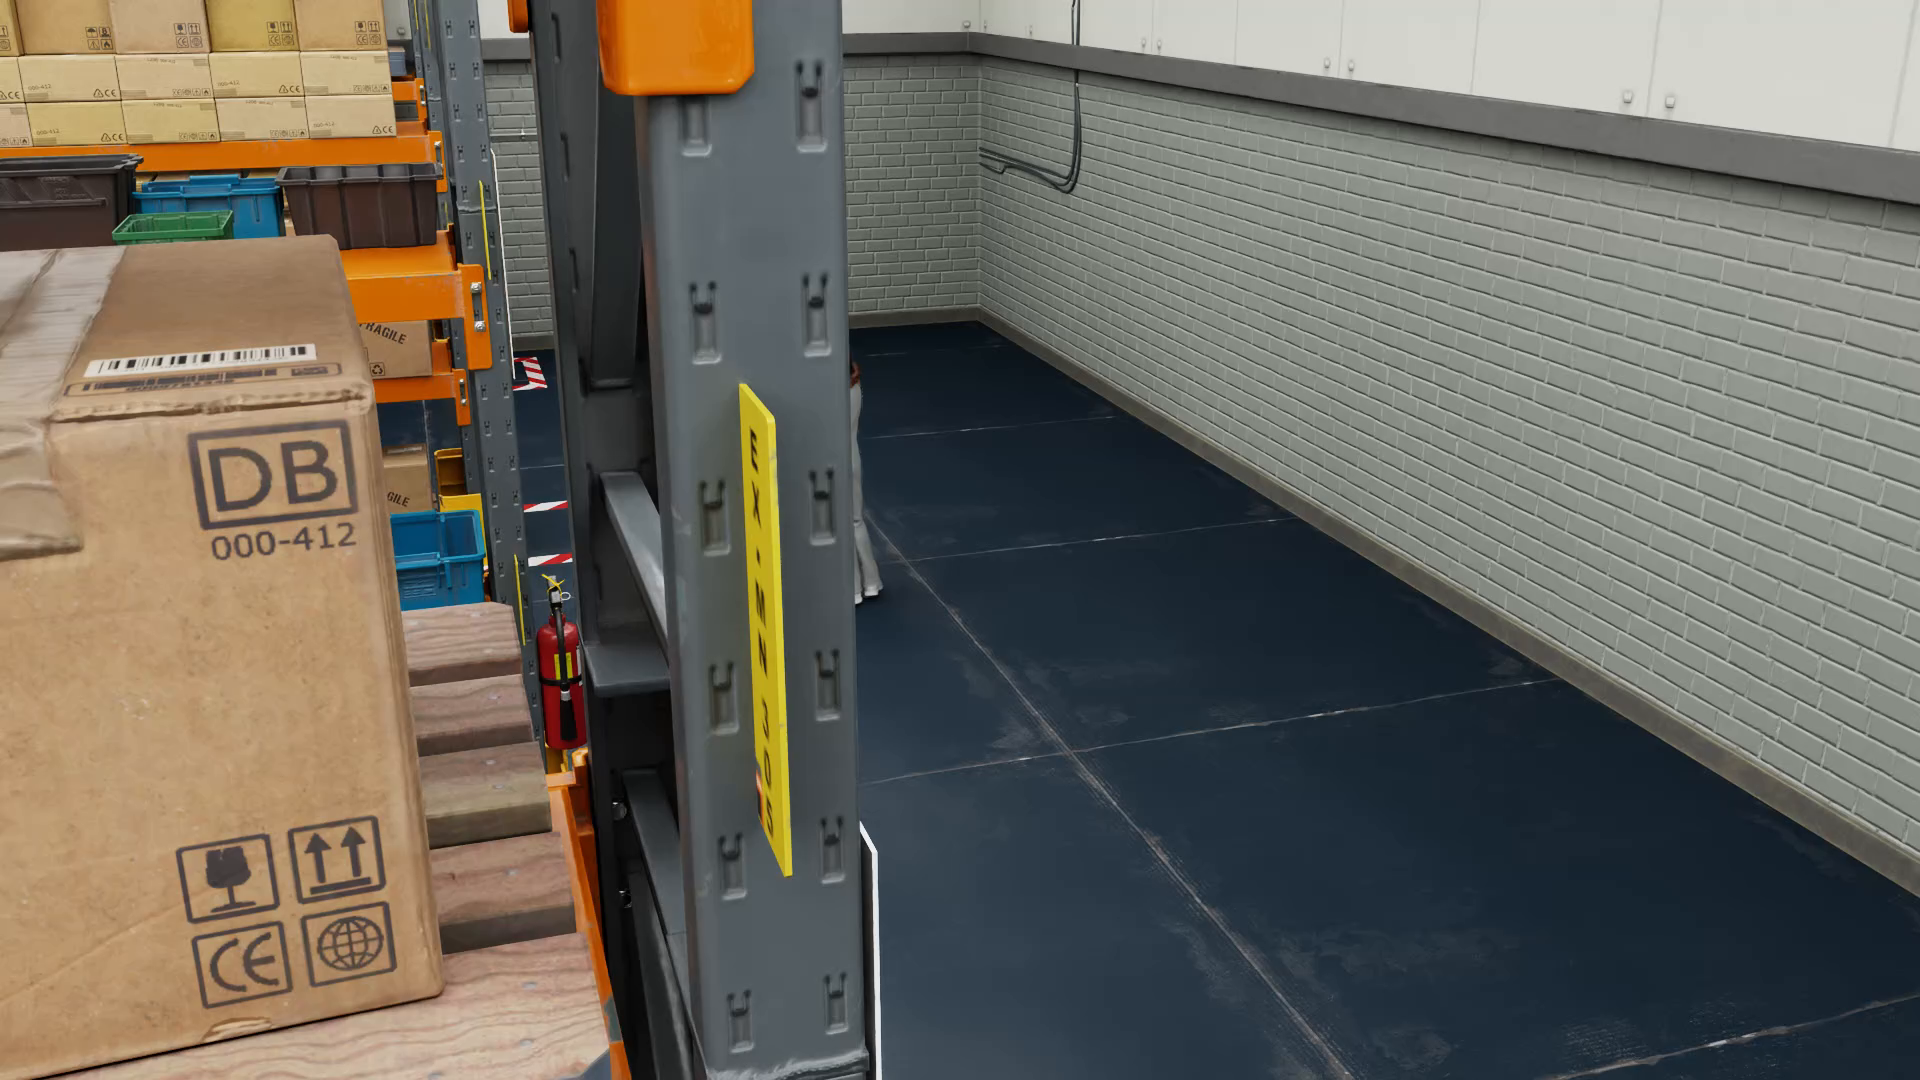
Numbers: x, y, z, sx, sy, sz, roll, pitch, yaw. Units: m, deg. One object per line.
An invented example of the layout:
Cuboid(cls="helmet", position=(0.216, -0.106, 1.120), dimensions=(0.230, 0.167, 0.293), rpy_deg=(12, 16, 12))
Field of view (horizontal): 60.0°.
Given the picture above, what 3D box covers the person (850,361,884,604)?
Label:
Cuboid(cls="person", position=(-0.715, -0.425, 10.240), dimensions=(0.391, 1.675, 0.602), rpy_deg=(10, 22, 26))
